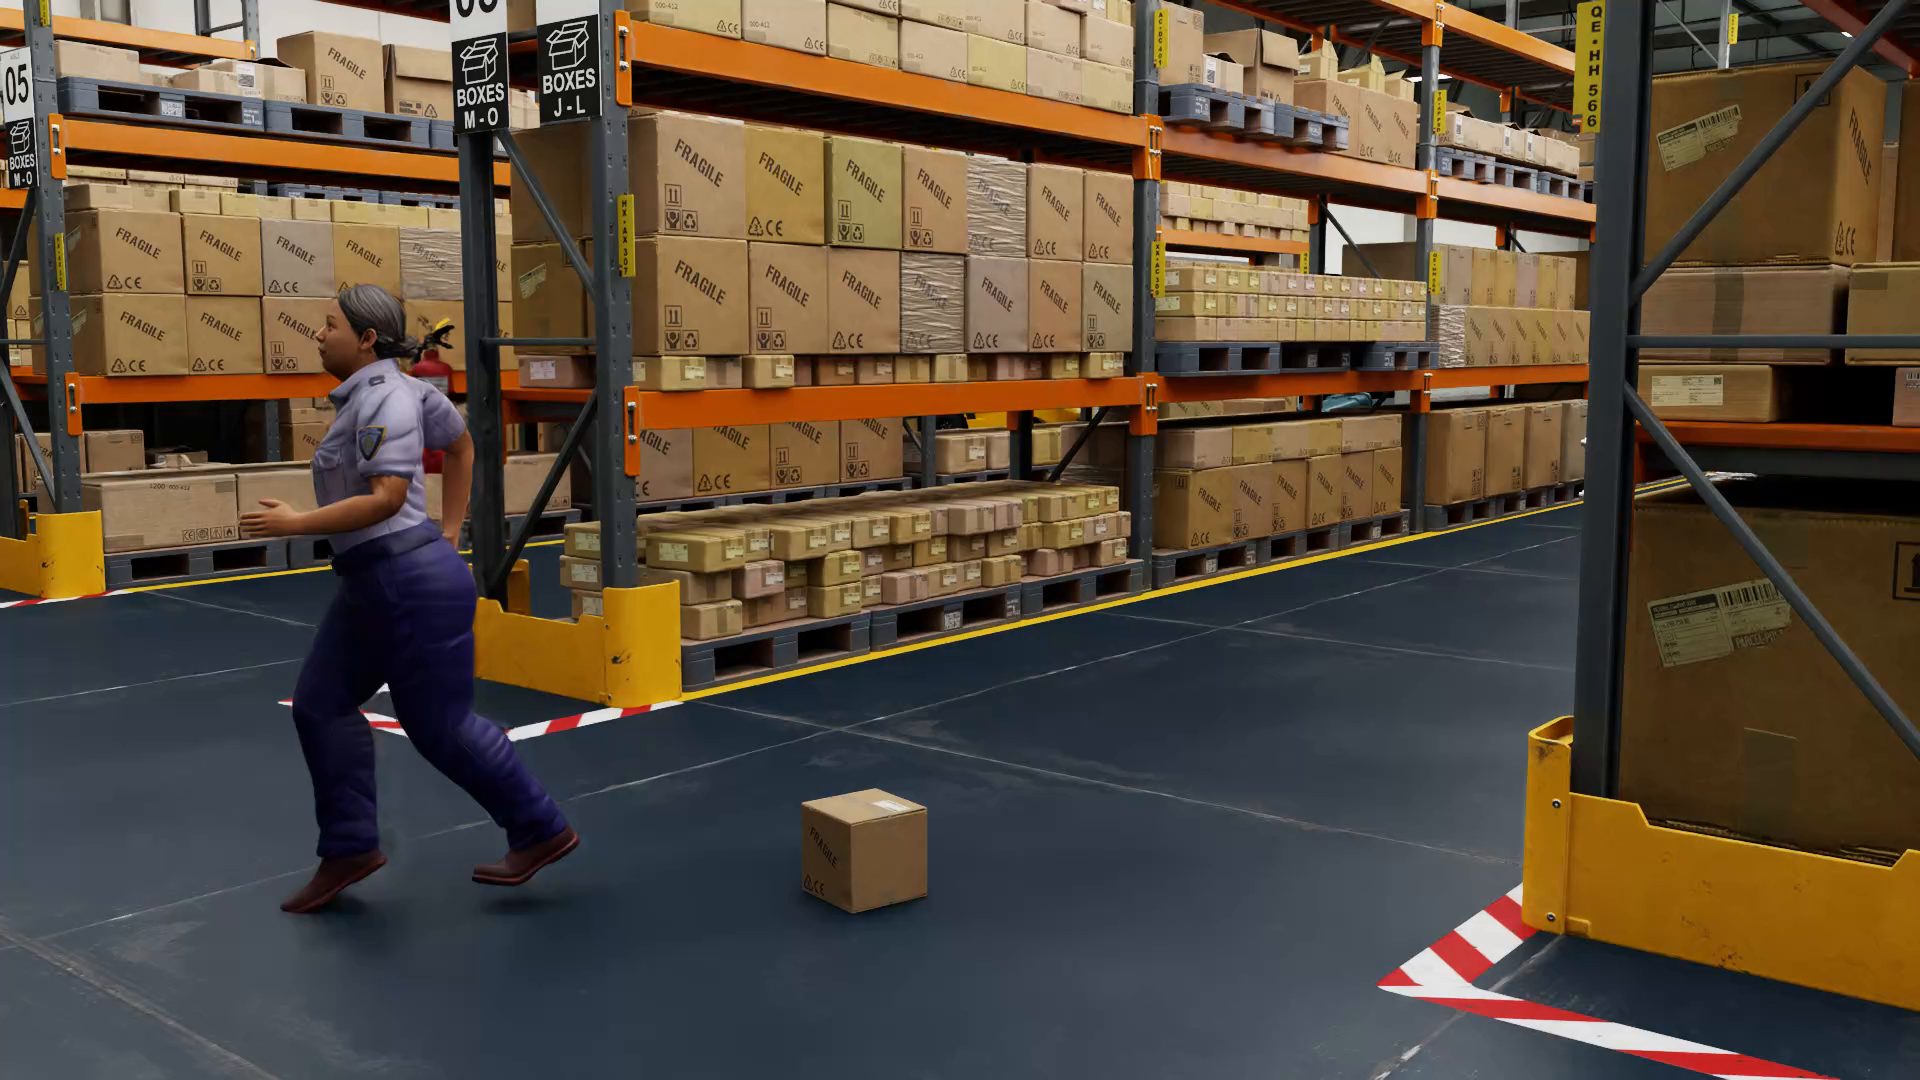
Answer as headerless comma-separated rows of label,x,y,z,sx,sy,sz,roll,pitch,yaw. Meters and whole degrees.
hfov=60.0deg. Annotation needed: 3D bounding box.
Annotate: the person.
person,-1.473,0.170,4.398,0.815,1.676,0.612,-3,7,-22
